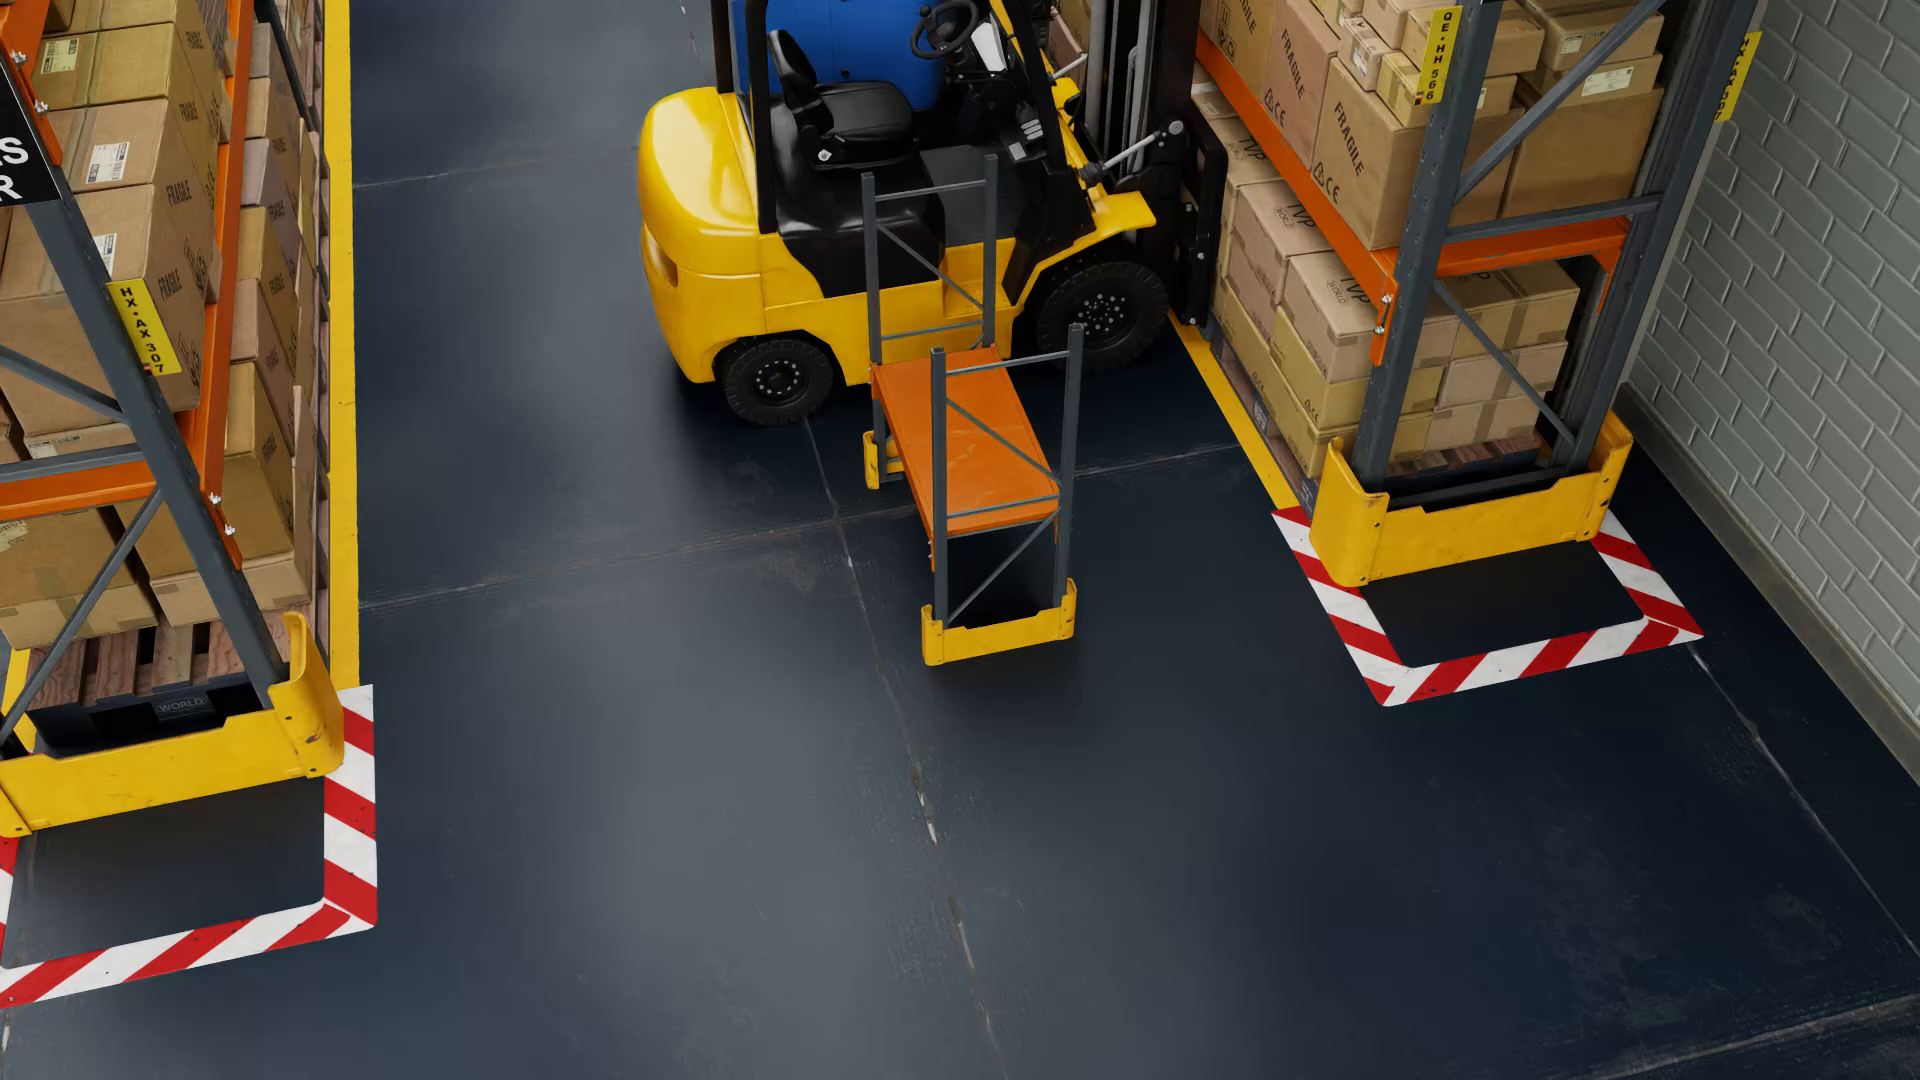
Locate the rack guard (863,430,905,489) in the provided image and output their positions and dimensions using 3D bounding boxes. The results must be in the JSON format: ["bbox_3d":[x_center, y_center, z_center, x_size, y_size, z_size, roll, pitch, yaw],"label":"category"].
[{"bbox_3d":[-0.108,-0.379,6.946,0.587,0.250,0.087,-11,47,-10],"label":"rack guard"}]

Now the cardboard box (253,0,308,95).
[{"bbox_3d":[-3.952,-2.535,8.680,0.950,0.372,0.625,-10,46,-10],"label":"cardboard box"}]

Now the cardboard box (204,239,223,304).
[{"bbox_3d":[-2.766,-0.922,5.729,0.380,0.149,0.250,-10,46,-10],"label":"cardboard box"}]

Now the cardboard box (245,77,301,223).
[{"bbox_3d":[-3.272,-1.683,7.405,0.500,0.500,0.500,-10,46,-10],"label":"cardboard box"}]

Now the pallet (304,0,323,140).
[{"bbox_3d":[-4.016,-2.507,9.059,1.003,0.211,1.213,-11,47,-10],"label":"pallet"}]

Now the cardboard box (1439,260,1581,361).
[{"bbox_3d":[2.066,-0.995,6.556,0.500,0.250,0.500,-11,47,-11],"label":"cardboard box"}]

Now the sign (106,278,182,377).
[{"bbox_3d":[-2.267,-0.587,4.618,0.100,0.325,0.005,-11,47,-10],"label":"sign"}]

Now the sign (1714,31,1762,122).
[{"bbox_3d":[2.544,-1.522,5.480,0.100,0.325,0.005,-11,47,-10],"label":"sign"}]

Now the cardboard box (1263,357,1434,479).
[{"bbox_3d":[1.581,-0.546,6.816,0.500,0.250,0.500,-10,46,-10],"label":"cardboard box"}]

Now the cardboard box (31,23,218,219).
[{"bbox_3d":[-2.912,-1.410,5.753,0.500,0.500,0.500,-12,47,-11],"label":"cardboard box"}]

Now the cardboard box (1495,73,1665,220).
[{"bbox_3d":[2.148,-1.522,6.071,0.500,0.500,0.500,-9,46,-9],"label":"cardboard box"}]

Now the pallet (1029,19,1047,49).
[{"bbox_3d":[0.756,-3.382,9.916,1.003,0.211,1.213,-11,47,-10],"label":"pallet"}]

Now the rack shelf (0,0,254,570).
[{"bbox_3d":[-3.303,-1.313,6.440,1.077,0.370,4.000,-11,47,-10],"label":"rack shelf"}]

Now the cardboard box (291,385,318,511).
[{"bbox_3d":[-2.854,-0.330,6.604,0.500,0.250,0.500,-9,46,-9],"label":"cardboard box"}]

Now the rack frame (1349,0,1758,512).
[{"bbox_3d":[2.006,-1.094,5.722,1.000,3.000,0.127,-11,47,-10],"label":"rack frame"}]

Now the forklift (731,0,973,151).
[{"bbox_3d":[-0.472,-4.095,8.711,1.130,2.935,3.031,4,46,4],"label":"forklift"}]

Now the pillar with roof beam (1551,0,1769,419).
[{"bbox_3d":[-1.462,-3.053,3.441,9.100,9.000,0.400,-11,47,-10],"label":"pillar with roof beam"}]

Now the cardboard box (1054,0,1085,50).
[{"bbox_3d":[0.808,-2.825,8.700,0.500,0.250,0.500,-11,47,-11],"label":"cardboard box"}]

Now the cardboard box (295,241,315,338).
[{"bbox_3d":[-3.132,-1.054,7.314,0.500,0.250,0.500,-10,46,-10],"label":"cardboard box"}]

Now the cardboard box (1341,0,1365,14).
[{"bbox_3d":[1.525,-2.010,5.887,0.380,0.149,0.250,-10,46,-9],"label":"cardboard box"}]

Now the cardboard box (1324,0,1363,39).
[{"bbox_3d":[1.545,-1.906,5.993,0.380,0.149,0.250,-10,46,-10],"label":"cardboard box"}]

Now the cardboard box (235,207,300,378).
[{"bbox_3d":[-2.995,-0.963,6.700,0.500,0.500,0.500,-10,46,-10],"label":"cardboard box"}]

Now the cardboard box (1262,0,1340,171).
[{"bbox_3d":[1.503,-1.781,6.325,0.500,0.500,0.500,-9,46,-9],"label":"cardboard box"}]

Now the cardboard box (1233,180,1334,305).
[{"bbox_3d":[1.450,-1.241,6.797,0.500,0.250,0.500,-10,46,-10],"label":"cardboard box"}]

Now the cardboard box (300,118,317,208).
[{"bbox_3d":[-3.404,-1.771,8.017,0.500,0.250,0.500,-9,46,-9],"label":"cardboard box"}]

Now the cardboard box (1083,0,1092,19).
[{"bbox_3d":[0.924,-2.644,8.172,0.500,0.250,0.500,-11,47,-10],"label":"cardboard box"}]

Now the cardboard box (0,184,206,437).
[{"bbox_3d":[-2.644,-0.701,5.059,0.500,0.500,0.500,-11,47,-11],"label":"cardboard box"}]

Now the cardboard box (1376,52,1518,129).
[{"bbox_3d":[1.647,-1.545,5.639,0.380,0.149,0.250,-10,46,-10],"label":"cardboard box"}]

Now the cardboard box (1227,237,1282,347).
[{"bbox_3d":[1.462,-1.081,6.990,0.500,0.250,0.500,-11,47,-11],"label":"cardboard box"}]

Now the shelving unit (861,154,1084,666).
[{"bbox_3d":[0.020,-0.472,6.163,0.587,1.500,1.083,-11,47,-10],"label":"shelving unit"}]

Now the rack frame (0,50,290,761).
[{"bbox_3d":[-2.791,-0.184,4.830,1.000,3.000,0.127,-11,47,-10],"label":"rack frame"}]

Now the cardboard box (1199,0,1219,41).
[{"bbox_3d":[1.232,-2.480,7.010,0.500,0.500,0.500,-10,46,-10],"label":"cardboard box"}]

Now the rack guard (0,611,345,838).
[{"bbox_3d":[-2.811,0.638,5.774,1.175,0.500,0.348,-11,47,-10],"label":"rack guard"}]

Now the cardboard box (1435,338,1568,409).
[{"bbox_3d":[2.087,-0.817,6.731,0.500,0.250,0.500,-10,46,-10],"label":"cardboard box"}]

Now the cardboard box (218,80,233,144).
[{"bbox_3d":[-3.037,-1.638,6.431,0.380,0.149,0.250,-10,46,-10],"label":"cardboard box"}]

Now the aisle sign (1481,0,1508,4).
[{"bbox_3d":[1.739,-1.905,4.697,0.394,0.787,0.004,-11,47,-10],"label":"aisle sign"}]

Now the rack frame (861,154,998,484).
[{"bbox_3d":[-0.108,-0.817,6.501,0.500,1.500,0.032,-11,47,-10],"label":"rack frame"}]

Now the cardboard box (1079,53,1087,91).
[{"bbox_3d":[0.931,-2.298,8.533,0.500,0.250,0.500,-12,47,-11],"label":"cardboard box"}]

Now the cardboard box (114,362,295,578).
[{"bbox_3d":[-2.737,-0.255,6.006,0.500,0.500,0.500,-12,47,-12],"label":"cardboard box"}]

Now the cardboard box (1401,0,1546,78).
[{"bbox_3d":[1.711,-1.669,5.553,0.380,0.149,0.250,-11,47,-10],"label":"cardboard box"}]

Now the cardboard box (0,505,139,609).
[{"bbox_3d":[-3.248,-0.137,5.890,0.500,0.500,0.500,-10,46,-10],"label":"cardboard box"}]

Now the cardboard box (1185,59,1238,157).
[{"bbox_3d":[1.189,-1.939,7.481,0.500,0.250,0.500,-12,47,-11],"label":"cardboard box"}]

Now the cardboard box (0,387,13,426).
[{"bbox_3d":[-3.196,-0.648,5.006,0.500,0.500,0.500,-11,47,-11],"label":"cardboard box"}]

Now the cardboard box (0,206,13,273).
[{"bbox_3d":[-3.133,-0.986,4.638,0.700,0.500,0.500,-12,47,-11],"label":"cardboard box"}]

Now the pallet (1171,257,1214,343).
[{"bbox_3d":[1.461,-1.479,8.052,1.003,0.211,1.213,-11,47,-10],"label":"pallet"}]

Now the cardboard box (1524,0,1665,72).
[{"bbox_3d":[2.127,-1.731,5.614,0.380,0.149,0.250,-12,47,-11],"label":"cardboard box"}]

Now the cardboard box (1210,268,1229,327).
[{"bbox_3d":[1.343,-1.238,7.494,0.500,0.250,0.500,-10,46,-10],"label":"cardboard box"}]

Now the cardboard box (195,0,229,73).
[{"bbox_3d":[-3.185,-2.112,6.441,0.500,0.500,0.500,-10,46,-9],"label":"cardboard box"}]

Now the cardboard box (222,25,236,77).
[{"bbox_3d":[-3.175,-1.991,6.777,0.380,0.149,0.250,-11,47,-11],"label":"cardboard box"}]

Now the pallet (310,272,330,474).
[{"bbox_3d":[-3.293,-0.669,7.258,1.003,0.211,1.213,-11,47,-10],"label":"pallet"}]

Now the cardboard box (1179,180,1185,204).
[{"bbox_3d":[1.184,-1.780,7.675,0.500,0.250,0.500,-11,47,-10],"label":"cardboard box"}]

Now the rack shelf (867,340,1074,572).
[{"bbox_3d":[0.022,-0.340,6.285,0.538,0.185,1.000,-11,47,-10],"label":"rack shelf"}]
